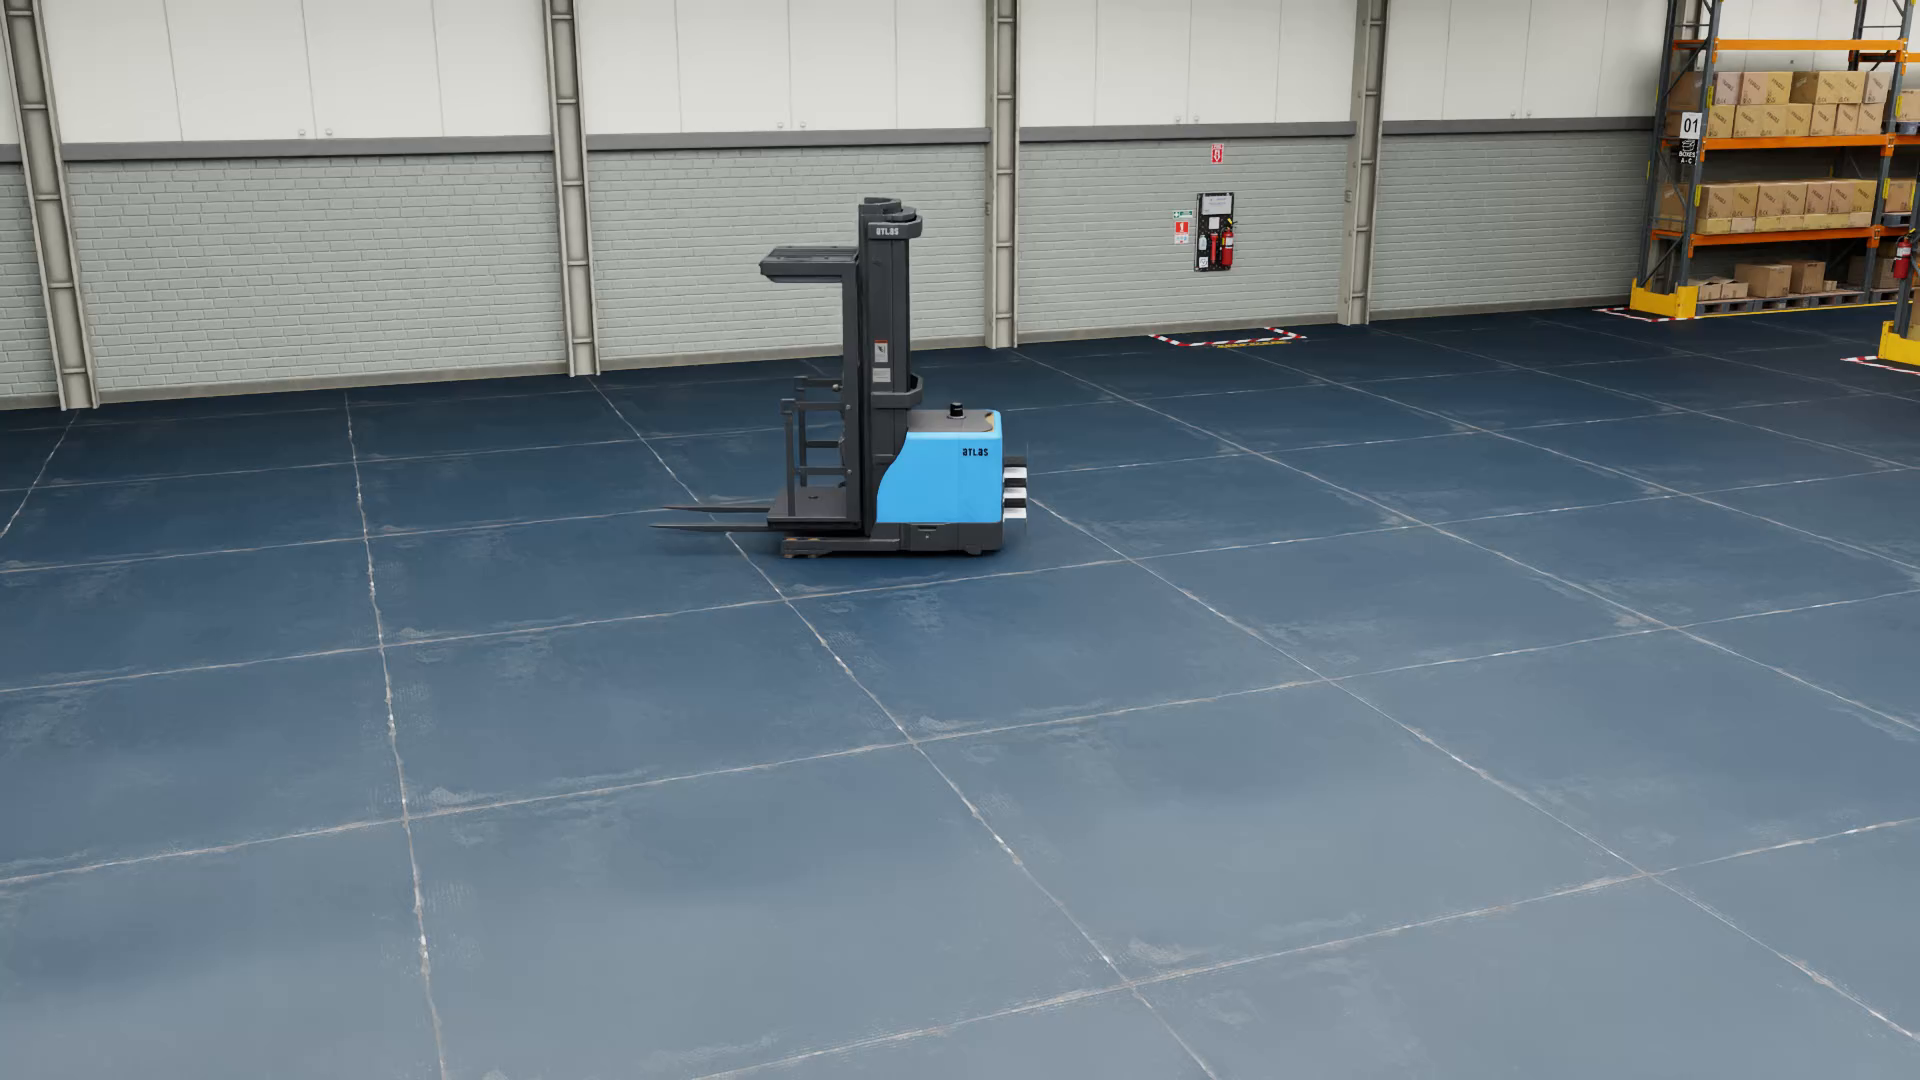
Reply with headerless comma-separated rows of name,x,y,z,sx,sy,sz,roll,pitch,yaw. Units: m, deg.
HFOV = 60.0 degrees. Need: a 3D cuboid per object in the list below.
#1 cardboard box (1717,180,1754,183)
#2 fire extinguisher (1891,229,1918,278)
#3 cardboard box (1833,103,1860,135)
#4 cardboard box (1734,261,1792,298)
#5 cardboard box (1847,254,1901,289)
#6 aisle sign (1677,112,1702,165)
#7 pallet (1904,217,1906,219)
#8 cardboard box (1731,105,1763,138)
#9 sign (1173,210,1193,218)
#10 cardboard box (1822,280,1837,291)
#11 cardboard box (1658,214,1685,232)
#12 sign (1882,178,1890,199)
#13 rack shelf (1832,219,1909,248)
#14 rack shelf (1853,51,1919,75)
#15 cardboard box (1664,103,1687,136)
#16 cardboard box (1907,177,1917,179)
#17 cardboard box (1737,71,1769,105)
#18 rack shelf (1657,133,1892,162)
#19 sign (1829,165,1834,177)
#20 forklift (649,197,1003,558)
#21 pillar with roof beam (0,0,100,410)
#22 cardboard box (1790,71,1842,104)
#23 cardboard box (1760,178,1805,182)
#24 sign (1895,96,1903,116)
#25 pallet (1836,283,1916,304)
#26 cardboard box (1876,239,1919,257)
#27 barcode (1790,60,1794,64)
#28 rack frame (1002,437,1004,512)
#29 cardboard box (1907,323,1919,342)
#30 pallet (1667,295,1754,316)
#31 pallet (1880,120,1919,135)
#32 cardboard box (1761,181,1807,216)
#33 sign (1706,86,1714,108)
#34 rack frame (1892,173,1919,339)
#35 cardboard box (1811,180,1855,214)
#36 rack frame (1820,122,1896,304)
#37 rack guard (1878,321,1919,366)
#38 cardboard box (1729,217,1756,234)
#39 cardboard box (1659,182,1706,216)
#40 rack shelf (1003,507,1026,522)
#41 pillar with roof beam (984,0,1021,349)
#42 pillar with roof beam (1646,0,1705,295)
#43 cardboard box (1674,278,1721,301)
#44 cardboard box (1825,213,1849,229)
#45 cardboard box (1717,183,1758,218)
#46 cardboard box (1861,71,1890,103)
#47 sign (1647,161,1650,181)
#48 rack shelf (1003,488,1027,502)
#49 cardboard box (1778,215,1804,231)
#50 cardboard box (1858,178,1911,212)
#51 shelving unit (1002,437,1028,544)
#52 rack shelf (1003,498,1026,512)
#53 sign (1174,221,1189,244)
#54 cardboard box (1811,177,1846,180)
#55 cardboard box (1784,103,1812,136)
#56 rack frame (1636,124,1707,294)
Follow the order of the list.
cardboard box,12.774,-5.670,27.483,0.500,0.500,0.500,-7,18,-22
fire extinguisher,12.955,-3.938,22.822,0.183,0.674,0.296,-6,17,-20
cardboard box,14.331,-6.904,27.249,0.500,0.500,0.500,-8,18,-25
cardboard box,13.369,-4.344,27.723,0.500,0.500,0.700,-7,18,-24
cardboard box,15.872,-4.661,28.804,0.500,0.500,0.700,-6,17,-18
aisle sign,11.496,-6.329,26.213,0.004,0.787,0.394,-6,17,-20
pallet,17.092,-5.672,28.930,1.213,0.211,1.003,-6,17,-20
cardboard box,12.371,-6.677,26.476,0.500,0.500,0.500,-5,17,-16
sign,3.330,-4.863,24.830,0.331,0.109,0.001,-6,17,-20
cardboard box,14.702,-4.361,28.373,0.250,0.166,0.380,-9,18,-27
cardboard box,11.823,-5.204,27.225,0.500,0.250,0.500,-6,17,-19
sign,15.392,-5.844,27.640,0.005,0.325,0.100,-6,17,-20
rack shelf,17.058,-5.428,29.034,4.000,0.370,1.077,-6,17,-20
rack shelf,17.058,-8.114,28.245,4.000,0.370,1.077,-6,17,-20
cardboard box,11.755,-6.773,26.803,0.500,0.500,0.500,-5,17,-16
cardboard box,16.806,-6.002,28.754,0.500,0.500,0.700,-4,17,-12
cardboard box,12.389,-7.157,26.334,0.500,0.500,0.500,-6,18,-21
rack shelf,13.323,-6.464,27.238,4.000,0.370,1.077,-6,17,-20
sign,14.989,-6.272,28.579,0.005,0.325,0.100,-6,17,-20
forklift,-1.147,-1.403,14.175,3.031,2.935,1.130,0,16,1
pillar with roof beam,-9.071,-4.792,14.946,0.400,9.000,9.100,-6,17,-20
cardboard box,13.828,-7.312,26.864,0.500,0.500,0.500,-7,18,-22
cardboard box,13.725,-5.776,27.844,0.500,0.500,0.500,-6,17,-19
sign,15.392,-7.116,27.267,0.005,0.325,0.100,-6,17,-20
pallet,15.917,-4.312,28.907,1.213,0.211,1.003,-6,17,-20
cardboard box,16.282,-5.067,28.852,0.500,0.250,0.500,-7,18,-21
barcode,13.739,-7.895,27.464,0.075,0.075,0.001,-6,17,-20
rack frame,0.374,-0.429,14.463,0.006,0.900,0.240,0,16,1
cardboard box,13.627,-2.879,23.213,0.500,0.250,0.500,-6,17,-20
pallet,12.298,-3.910,27.539,1.213,0.211,1.003,-6,17,-20
pallet,15.805,-6.954,27.966,1.003,0.211,1.213,-6,17,-20
cardboard box,13.436,-5.587,27.200,0.500,0.500,0.500,-6,17,-18
sign,11.650,-6.884,25.841,0.005,0.325,0.100,-6,17,-20
rack frame,13.231,-3.865,22.436,0.127,3.000,1.000,-6,17,-20
cardboard box,14.396,-5.688,27.543,0.500,0.500,0.500,-6,17,-20
rack frame,15.191,-5.571,28.246,0.127,3.000,1.000,-6,17,-20
rack guard,13.209,-2.663,22.780,0.348,0.500,1.175,-6,17,-20
cardboard box,12.505,-5.127,26.965,0.500,0.250,0.500,-7,18,-22
cardboard box,11.820,-5.569,27.138,0.500,0.500,0.500,-6,18,-21
rack shelf,0.476,-0.224,14.522,0.200,0.077,0.258,0,16,1
pillar with roof beam,2.135,-6.002,19.066,0.400,9.000,9.100,-6,17,-20
pillar with roof beam,13.340,-7.212,23.186,0.400,9.000,9.100,-6,17,-20
cardboard box,12.134,-4.135,27.346,0.500,0.311,0.500,-8,18,-26
cardboard box,14.389,-5.333,27.666,0.500,0.250,0.500,-6,17,-20
cardboard box,12.474,-5.482,26.841,0.500,0.500,0.500,-6,17,-20
cardboard box,14.820,-7.426,27.251,0.500,0.500,0.500,-8,18,-25
sign,11.276,-6.023,27.169,0.005,0.325,0.100,-6,17,-20
rack shelf,0.476,-0.397,14.471,0.200,0.077,0.258,0,16,1
cardboard box,13.455,-5.227,27.306,0.500,0.250,0.500,-6,17,-20
cardboard box,15.678,-5.873,28.314,0.500,0.500,0.700,-6,17,-20
shelving unit,0.476,-0.429,14.462,0.210,0.900,0.258,0,16,1
rack shelf,0.476,-0.311,14.496,0.200,0.077,0.258,0,16,1
sign,3.322,-4.610,24.911,0.234,0.329,0.001,-6,17,-20
cardboard box,14.677,-5.876,28.184,0.500,0.500,0.500,-7,18,-21
cardboard box,13.348,-6.790,26.861,0.500,0.500,0.500,-5,17,-17
rack frame,11.455,-5.168,26.873,0.127,3.000,1.000,-6,17,-20
